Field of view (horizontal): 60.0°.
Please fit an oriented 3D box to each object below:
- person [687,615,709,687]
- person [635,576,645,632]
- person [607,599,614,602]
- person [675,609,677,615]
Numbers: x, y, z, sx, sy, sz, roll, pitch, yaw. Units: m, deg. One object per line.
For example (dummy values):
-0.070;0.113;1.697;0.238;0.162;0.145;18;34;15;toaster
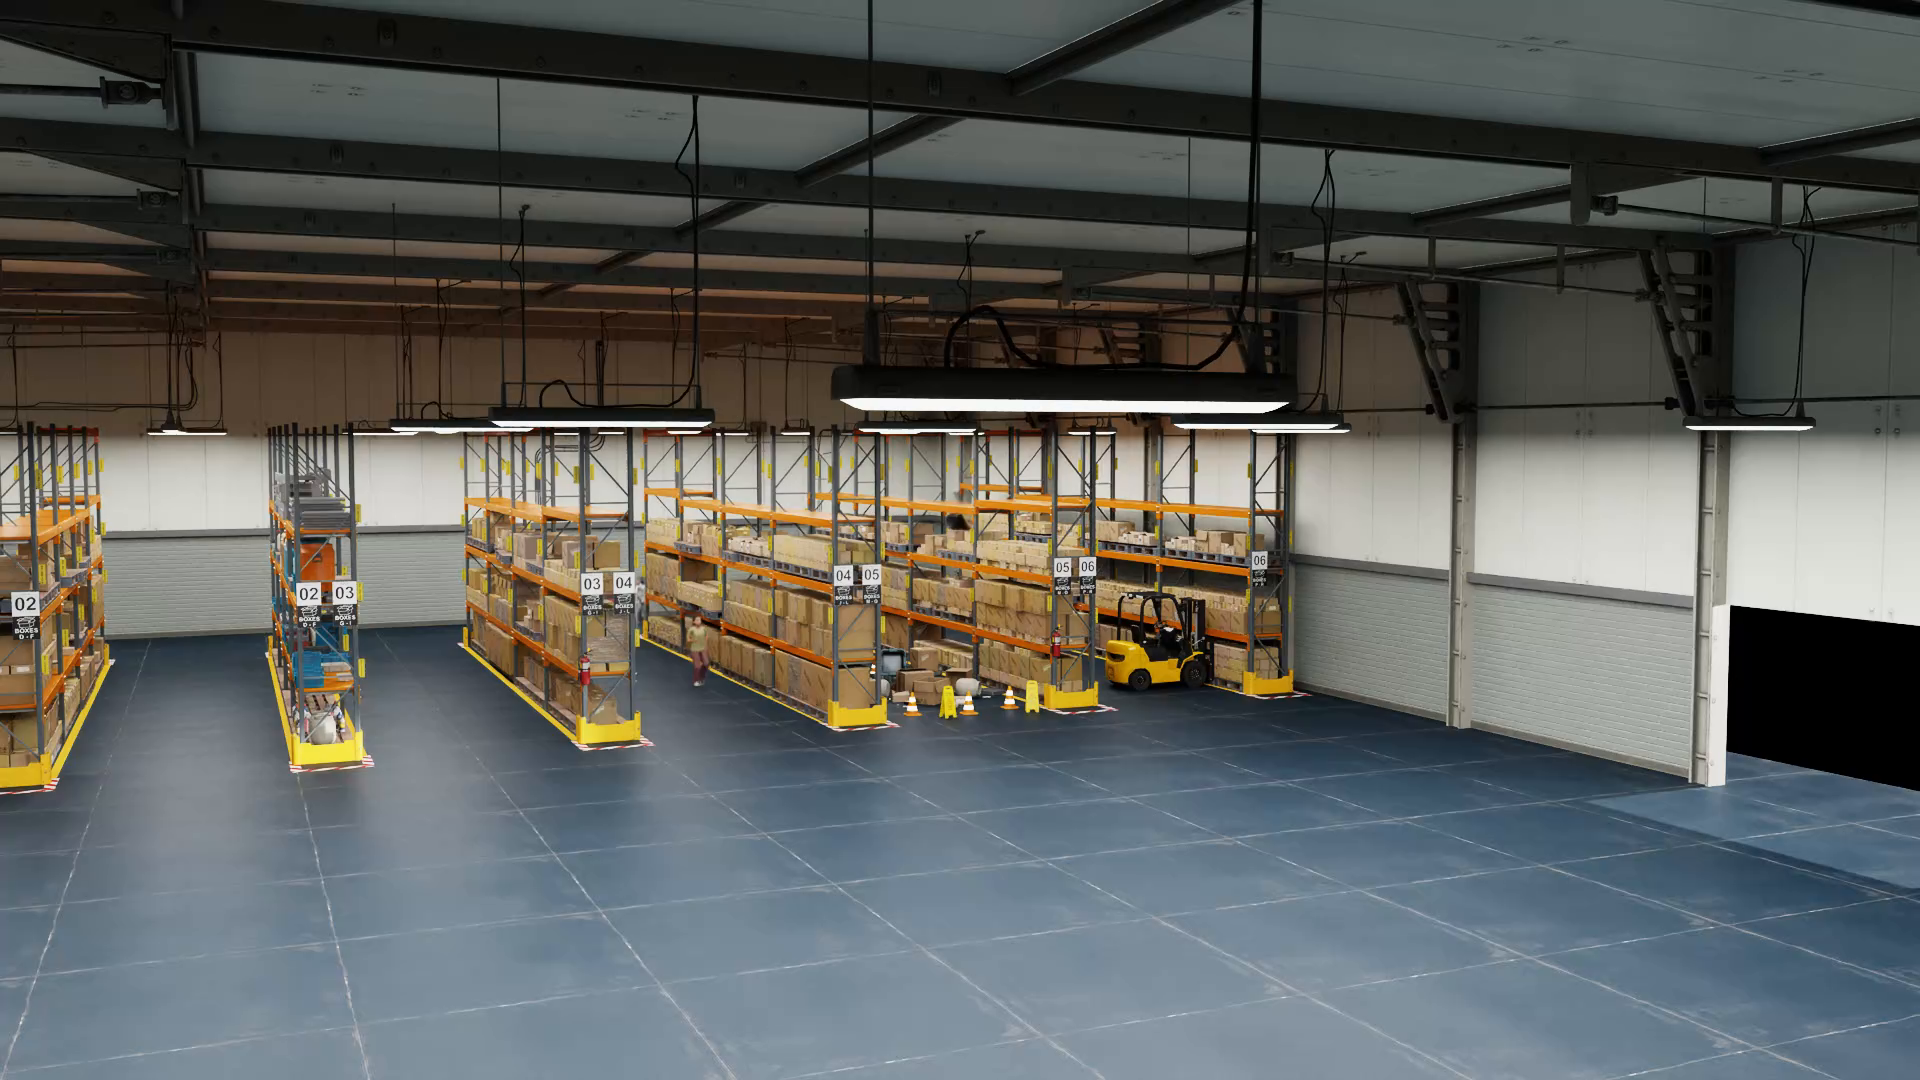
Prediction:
-5.995;2.558;38.228;0.562;1.656;0.595;-2;4;-27;person
-9.351;1.891;48.736;0.689;1.720;0.634;-3;4;-39;person
-9.430;2.099;45.475;0.691;1.705;0.578;-1;4;-20;person
-8.276;1.892;49.270;0.661;1.692;0.686;1;4;20;person
